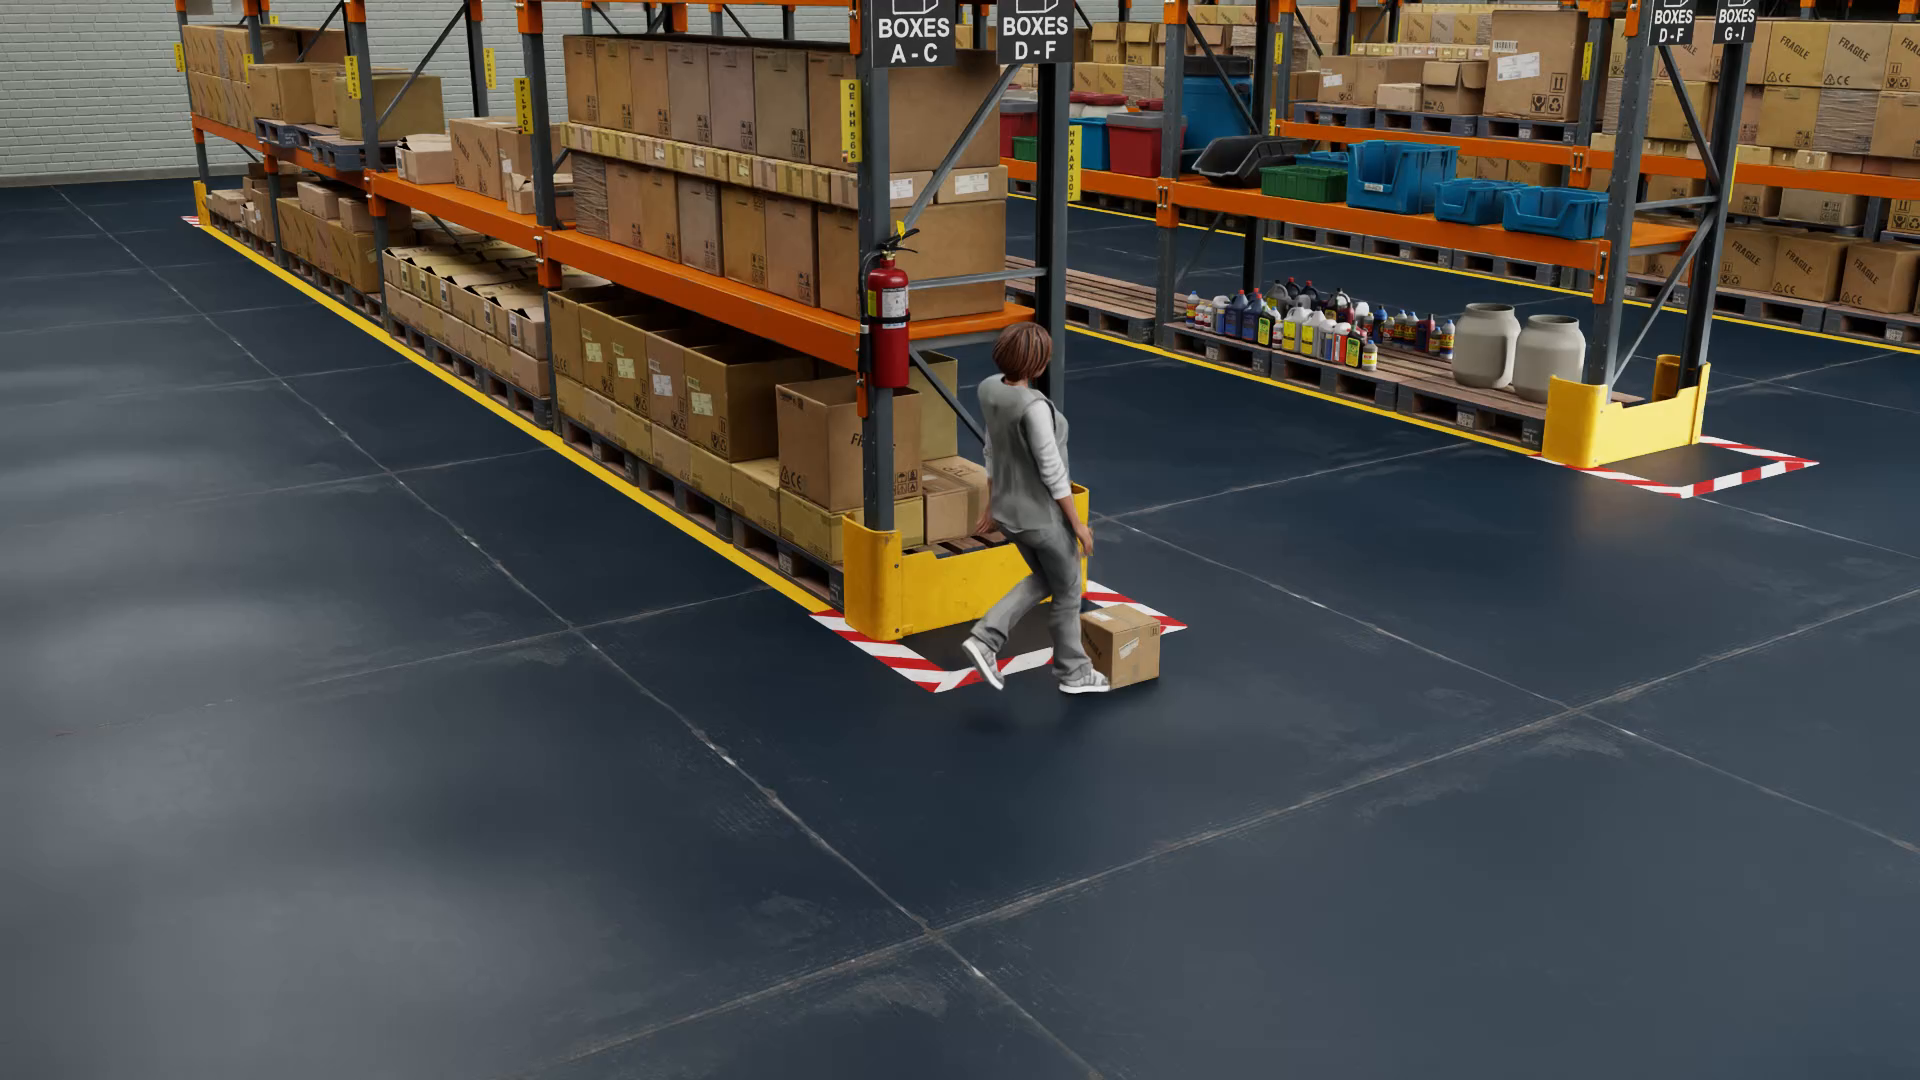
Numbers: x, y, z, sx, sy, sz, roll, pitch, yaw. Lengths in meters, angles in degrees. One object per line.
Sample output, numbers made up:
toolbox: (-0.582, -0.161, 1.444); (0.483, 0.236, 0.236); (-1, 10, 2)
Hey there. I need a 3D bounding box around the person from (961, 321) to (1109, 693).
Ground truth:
person: (0.329, -0.102, 6.451); (0.694, 1.563, 0.453); (-11, 21, -29)
